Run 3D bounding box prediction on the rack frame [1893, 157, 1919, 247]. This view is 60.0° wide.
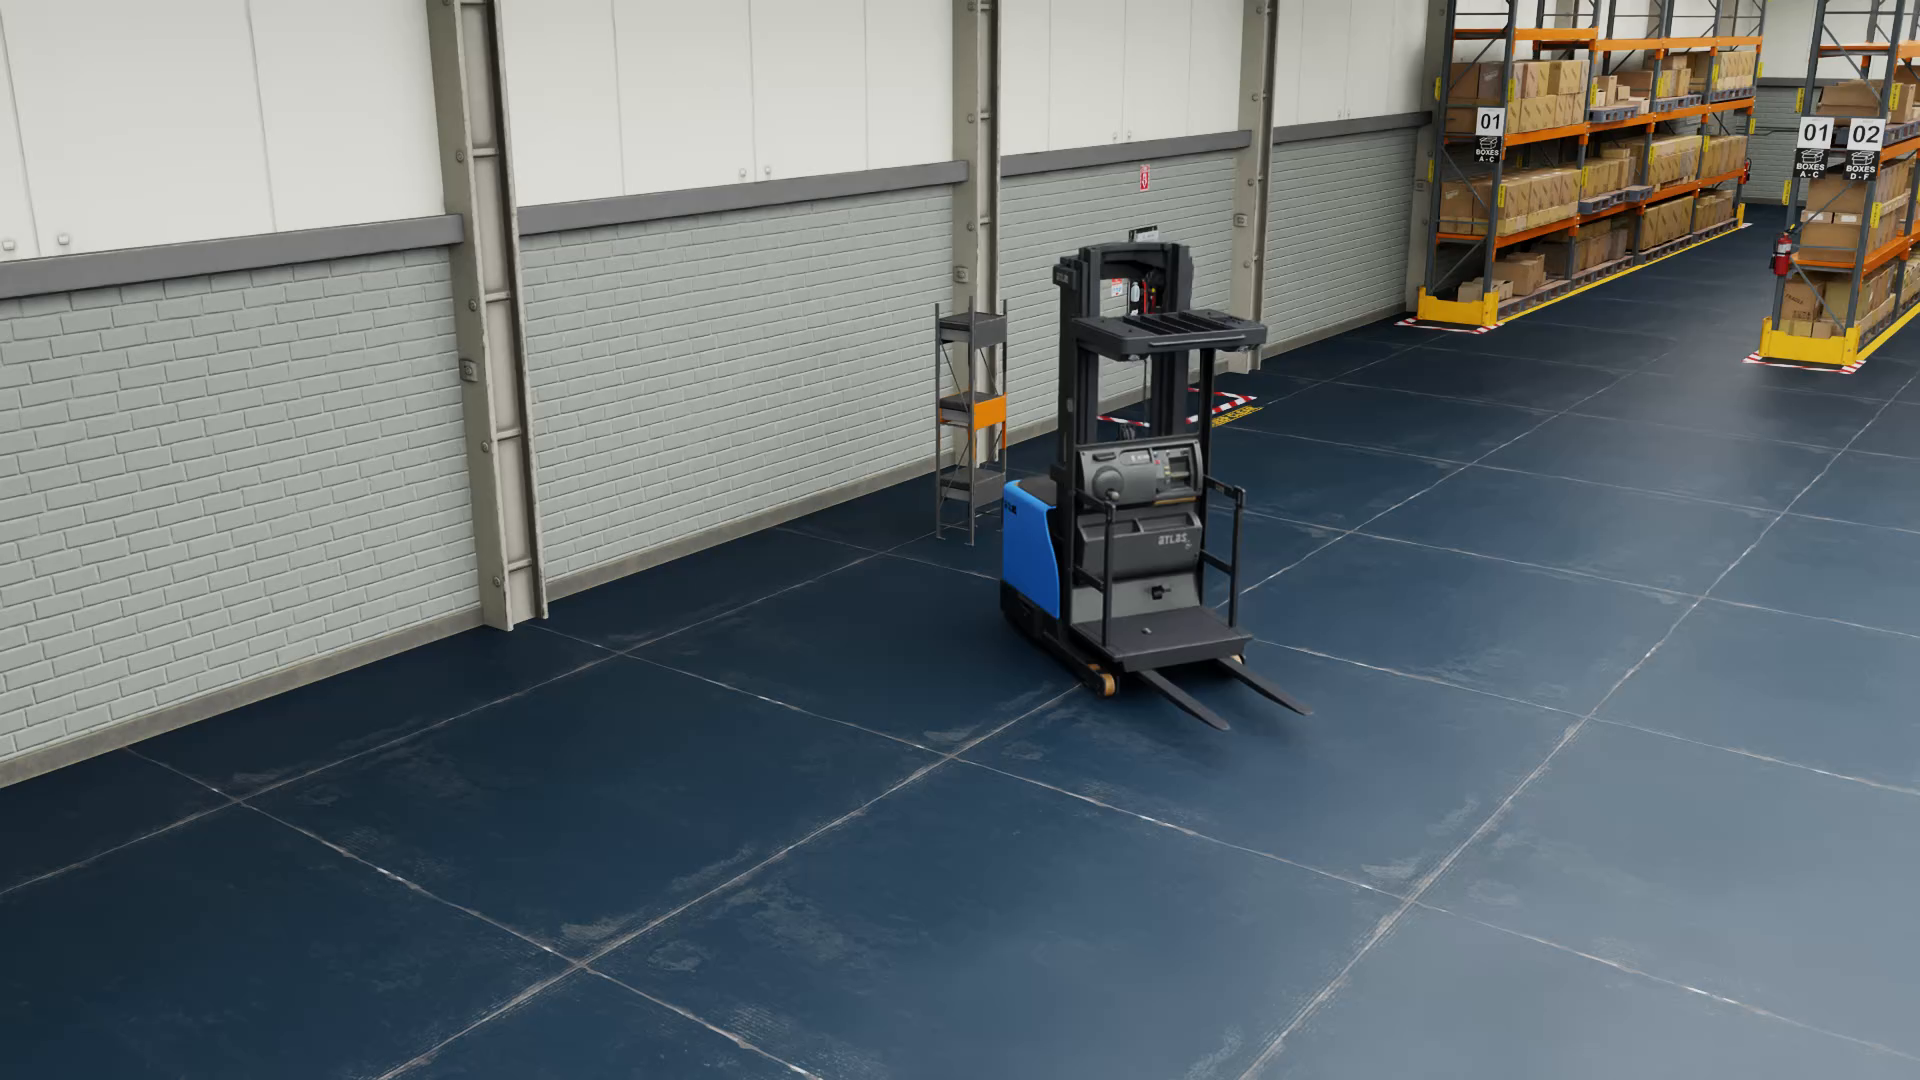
[{"bbox_3d":[16.338,-5.817,28.417,1.000,3.000,0.127,12,21,35],"label":"rack frame"}]

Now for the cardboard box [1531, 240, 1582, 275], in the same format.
[{"bbox_3d":[10.399,-4.933,29.045,0.700,0.500,0.500,13,22,37],"label":"cardboard box"}]

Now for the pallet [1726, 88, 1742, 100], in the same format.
[{"bbox_3d":[15.964,-9.517,35.423,1.003,0.211,1.213,12,21,35],"label":"pallet"}]

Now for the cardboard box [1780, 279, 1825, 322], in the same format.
[{"bbox_3d":[11.652,-3.337,23.096,0.500,0.500,0.500,12,21,35],"label":"cardboard box"}]

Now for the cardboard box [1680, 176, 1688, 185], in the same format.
[{"bbox_3d":[14.335,-7.212,33.299,0.380,0.149,0.250,12,21,35],"label":"cardboard box"}]

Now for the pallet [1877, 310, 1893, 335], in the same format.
[{"bbox_3d":[13.447,-3.350,25.177,1.003,0.211,1.213,12,21,35],"label":"pallet"}]

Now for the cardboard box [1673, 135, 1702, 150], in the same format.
[{"bbox_3d":[14.668,-8.045,33.624,0.500,0.250,0.500,13,22,36],"label":"cardboard box"}]

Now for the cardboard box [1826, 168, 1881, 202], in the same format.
[{"bbox_3d":[12.200,-4.826,22.872,0.700,0.500,0.500,12,21,33],"label":"cardboard box"}]

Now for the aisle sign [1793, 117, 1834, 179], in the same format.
[{"bbox_3d":[11.296,-5.189,22.013,0.394,0.787,0.004,12,21,35],"label":"aisle sign"}]

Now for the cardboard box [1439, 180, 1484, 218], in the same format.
[{"bbox_3d":[7.701,-5.232,25.488,0.500,0.500,0.500,12,21,34],"label":"cardboard box"}]

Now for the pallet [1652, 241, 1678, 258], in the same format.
[{"bbox_3d":[13.615,-5.823,33.140,1.003,0.211,1.213,12,21,35],"label":"pallet"}]

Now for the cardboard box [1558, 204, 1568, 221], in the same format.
[{"bbox_3d":[9.632,-5.393,27.271,0.500,0.250,0.500,13,21,35],"label":"cardboard box"}]

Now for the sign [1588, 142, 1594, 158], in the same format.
[{"bbox_3d":[11.910,-7.342,31.375,0.100,0.325,0.005,12,21,35],"label":"sign"}]

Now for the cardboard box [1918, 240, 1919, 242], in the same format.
[{"bbox_3d":[17.146,-5.017,29.314,0.500,0.500,0.500,12,21,33],"label":"cardboard box"}]

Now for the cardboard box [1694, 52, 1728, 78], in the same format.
[{"bbox_3d":[15.391,-9.732,34.077,0.500,0.500,0.500,12,21,34],"label":"cardboard box"}]

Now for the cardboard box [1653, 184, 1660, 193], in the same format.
[{"bbox_3d":[13.123,-6.725,31.732,0.380,0.149,0.250,13,22,36],"label":"cardboard box"}]

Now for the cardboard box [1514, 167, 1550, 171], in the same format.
[{"bbox_3d":[9.526,-5.960,27.832,0.500,0.500,0.500,12,21,33],"label":"cardboard box"}]

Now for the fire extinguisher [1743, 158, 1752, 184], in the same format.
[{"bbox_3d":[17.585,-8.336,37.289,0.296,0.674,0.183,12,21,35],"label":"fire extinguisher"}]

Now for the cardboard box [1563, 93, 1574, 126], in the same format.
[{"bbox_3d":[9.560,-6.946,26.794,0.500,0.500,0.500,10,20,30],"label":"cardboard box"}]

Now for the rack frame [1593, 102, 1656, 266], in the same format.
[{"bbox_3d":[12.358,-6.691,31.233,1.000,3.000,0.127,12,21,35],"label":"rack frame"}]

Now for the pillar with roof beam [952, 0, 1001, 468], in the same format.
[{"bbox_3d":[3.621,-4.352,13.583,9.100,9.000,0.400,12,21,35],"label":"pillar with roof beam"}]

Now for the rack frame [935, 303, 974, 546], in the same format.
[{"bbox_3d":[-0.047,-0.984,14.372,0.400,2.100,0.015,12,21,35],"label":"rack frame"}]

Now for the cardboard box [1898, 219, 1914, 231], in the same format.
[{"bbox_3d":[14.647,-4.919,25.950,0.380,0.149,0.250,12,21,35],"label":"cardboard box"}]

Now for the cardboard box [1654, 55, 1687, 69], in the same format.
[{"bbox_3d":[14.111,-9.506,33.065,0.500,0.250,0.500,14,22,39],"label":"cardboard box"}]

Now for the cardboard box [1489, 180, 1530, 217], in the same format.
[{"bbox_3d":[8.419,-5.258,25.574,0.500,0.500,0.500,12,21,35],"label":"cardboard box"}]

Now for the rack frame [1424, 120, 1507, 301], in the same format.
[{"bbox_3d":[7.591,-4.786,25.097,1.000,3.000,0.127,12,21,35],"label":"rack frame"}]

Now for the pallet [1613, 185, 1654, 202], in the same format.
[{"bbox_3d":[12.018,-6.411,30.654,1.213,0.211,1.003,12,21,35],"label":"pallet"}]

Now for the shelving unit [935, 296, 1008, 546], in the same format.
[{"bbox_3d":[0.099,-1.042,14.559,0.431,2.100,0.503,12,21,35],"label":"shelving unit"}]

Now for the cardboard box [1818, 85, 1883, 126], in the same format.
[{"bbox_3d":[11.917,-5.797,22.176,0.797,0.503,0.637,14,22,38],"label":"cardboard box"}]

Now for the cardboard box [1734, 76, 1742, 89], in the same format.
[{"bbox_3d":[16.286,-9.736,35.355,0.500,0.250,0.500,12,21,33],"label":"cardboard box"}]

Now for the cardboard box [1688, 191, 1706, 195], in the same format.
[{"bbox_3d":[16.100,-7.553,36.421,0.380,0.149,0.250,13,21,35],"label":"cardboard box"}]

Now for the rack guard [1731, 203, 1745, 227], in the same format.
[{"bbox_3d":[17.139,-7.409,37.758,1.175,0.500,0.348,12,21,35],"label":"rack guard"}]

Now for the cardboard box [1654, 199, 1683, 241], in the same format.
[{"bbox_3d":[13.931,-6.428,33.302,0.750,0.750,0.750,13,22,36],"label":"cardboard box"}]

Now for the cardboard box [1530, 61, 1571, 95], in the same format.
[{"bbox_3d":[9.273,-7.280,26.183,0.500,0.500,0.500,12,21,33],"label":"cardboard box"}]

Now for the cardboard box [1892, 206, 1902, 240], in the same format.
[{"bbox_3d":[13.695,-4.805,24.990,0.700,0.500,0.500,12,21,33],"label":"cardboard box"}]

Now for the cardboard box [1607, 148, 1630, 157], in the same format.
[{"bbox_3d":[12.176,-7.171,30.775,0.380,0.149,0.250,9,20,28],"label":"cardboard box"}]

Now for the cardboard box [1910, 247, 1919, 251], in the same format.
[{"bbox_3d":[16.224,-4.804,28.138,0.500,0.311,0.500,13,22,36],"label":"cardboard box"}]

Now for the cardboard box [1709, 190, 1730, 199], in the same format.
[{"bbox_3d":[16.706,-7.605,36.589,0.380,0.149,0.250,13,22,36],"label":"cardboard box"}]

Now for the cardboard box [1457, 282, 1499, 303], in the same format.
[{"bbox_3d":[8.075,-3.861,25.910,0.500,0.311,0.500,10,20,29],"label":"cardboard box"}]

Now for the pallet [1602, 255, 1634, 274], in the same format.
[{"bbox_3d":[11.891,-5.174,31.048,1.003,0.211,1.213,12,21,35],"label":"pallet"}]

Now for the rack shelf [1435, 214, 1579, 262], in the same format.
[{"bbox_3d":[8.783,-4.919,26.738,1.077,0.370,4.000,12,21,35],"label":"rack shelf"}]

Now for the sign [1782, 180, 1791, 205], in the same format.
[{"bbox_3d":[11.144,-4.677,22.394,0.100,0.325,0.005,12,21,35],"label":"sign"}]

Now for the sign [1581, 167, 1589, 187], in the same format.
[{"bbox_3d":[10.415,-6.058,27.734,0.100,0.325,0.005,12,21,35],"label":"sign"}]

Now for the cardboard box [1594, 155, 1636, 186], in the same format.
[{"bbox_3d":[12.086,-6.835,30.787,0.700,0.500,0.500,10,20,28],"label":"cardboard box"}]

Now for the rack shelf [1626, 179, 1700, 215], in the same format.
[{"bbox_3d":[13.549,-6.824,32.874,1.077,0.370,4.000,12,21,35],"label":"rack shelf"}]

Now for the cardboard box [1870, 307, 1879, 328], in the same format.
[{"bbox_3d":[12.965,-3.244,24.061,0.500,0.250,0.500,12,21,35],"label":"cardboard box"}]

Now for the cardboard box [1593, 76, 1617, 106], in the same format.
[{"bbox_3d":[11.099,-7.829,28.963,0.500,0.500,0.500,12,21,33],"label":"cardboard box"}]

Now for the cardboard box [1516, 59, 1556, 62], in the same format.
[{"bbox_3d":[9.453,-7.640,27.341,0.500,0.500,0.500,13,21,36],"label":"cardboard box"}]

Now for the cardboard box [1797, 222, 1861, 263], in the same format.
[{"bbox_3d":[11.860,-4.068,22.617,0.700,0.500,0.500,12,21,35],"label":"cardboard box"}]

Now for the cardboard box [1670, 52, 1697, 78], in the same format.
[{"bbox_3d":[14.970,-9.819,34.359,0.500,0.500,0.500,12,21,34],"label":"cardboard box"}]

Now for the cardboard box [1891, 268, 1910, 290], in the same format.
[{"bbox_3d":[14.401,-4.074,25.787,0.500,0.311,0.500,13,21,35],"label":"cardboard box"}]

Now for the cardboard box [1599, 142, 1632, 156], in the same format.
[{"bbox_3d":[12.419,-7.403,31.555,0.500,0.250,0.500,13,22,36],"label":"cardboard box"}]

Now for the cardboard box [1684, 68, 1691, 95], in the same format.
[{"bbox_3d":[14.128,-9.144,33.164,0.700,0.500,0.500,11,20,32],"label":"cardboard box"}]

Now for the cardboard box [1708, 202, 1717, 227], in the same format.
[{"bbox_3d":[15.878,-7.052,35.900,0.700,0.500,0.500,13,21,36],"label":"cardboard box"}]

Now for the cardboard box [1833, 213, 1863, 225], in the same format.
[{"bbox_3d":[11.978,-4.324,22.349,0.380,0.149,0.250,12,21,34],"label":"cardboard box"}]

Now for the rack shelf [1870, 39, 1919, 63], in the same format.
[{"bbox_3d":[15.146,-7.671,26.159,1.077,0.370,4.000,12,21,35],"label":"rack shelf"}]

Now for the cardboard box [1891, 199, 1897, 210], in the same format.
[{"bbox_3d":[13.357,-4.877,24.128,0.380,0.149,0.250,12,21,34],"label":"cardboard box"}]

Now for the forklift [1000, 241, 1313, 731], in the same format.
[{"bbox_3d":[1.341,-0.471,11.320,1.130,2.935,3.031,-7,19,-21],"label":"forklift"}]

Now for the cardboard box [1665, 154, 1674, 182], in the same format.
[{"bbox_3d":[13.469,-7.202,32.174,0.500,0.500,0.500,12,21,34],"label":"cardboard box"}]
